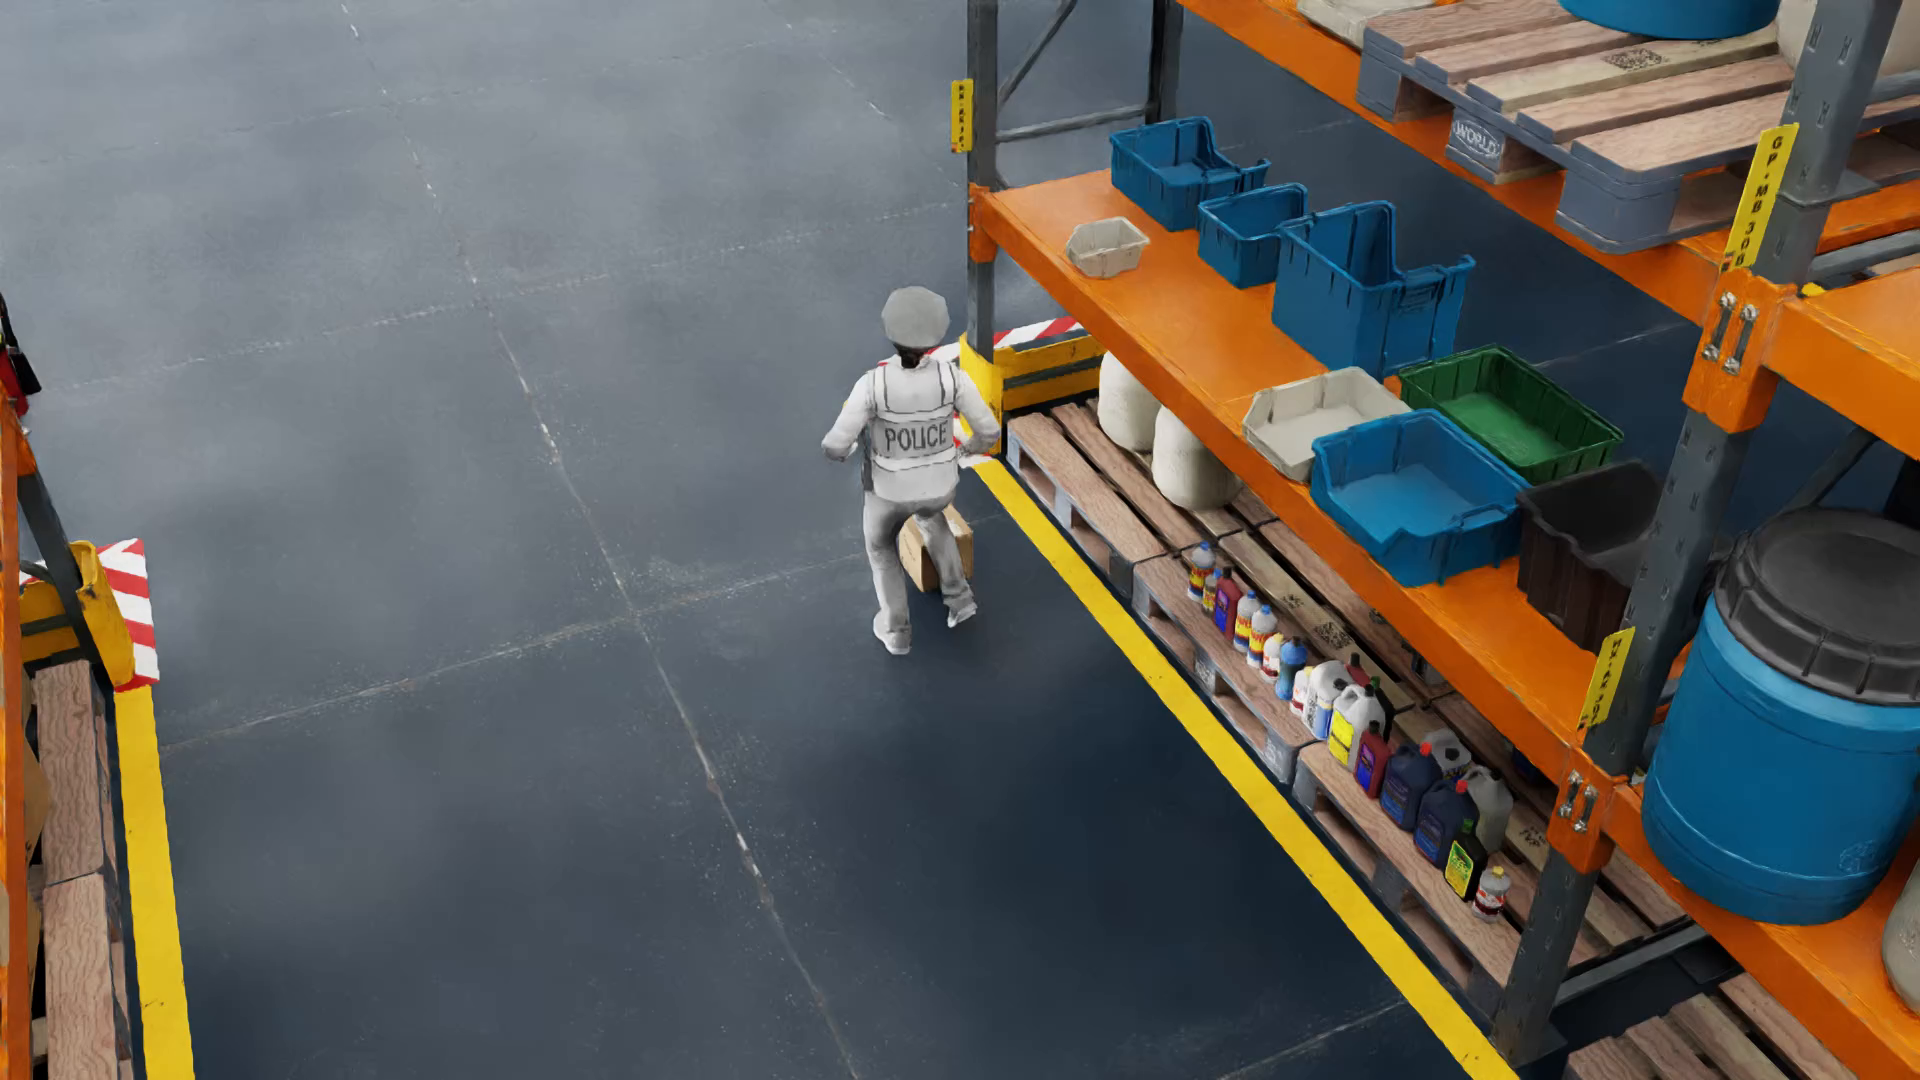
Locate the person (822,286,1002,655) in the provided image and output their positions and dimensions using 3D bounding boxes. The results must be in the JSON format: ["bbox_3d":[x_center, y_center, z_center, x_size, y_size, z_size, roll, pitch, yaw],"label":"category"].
[{"bbox_3d":[-0.218,-0.254,6.484,0.675,1.668,0.467,-13,39,-16],"label":"person"}]
